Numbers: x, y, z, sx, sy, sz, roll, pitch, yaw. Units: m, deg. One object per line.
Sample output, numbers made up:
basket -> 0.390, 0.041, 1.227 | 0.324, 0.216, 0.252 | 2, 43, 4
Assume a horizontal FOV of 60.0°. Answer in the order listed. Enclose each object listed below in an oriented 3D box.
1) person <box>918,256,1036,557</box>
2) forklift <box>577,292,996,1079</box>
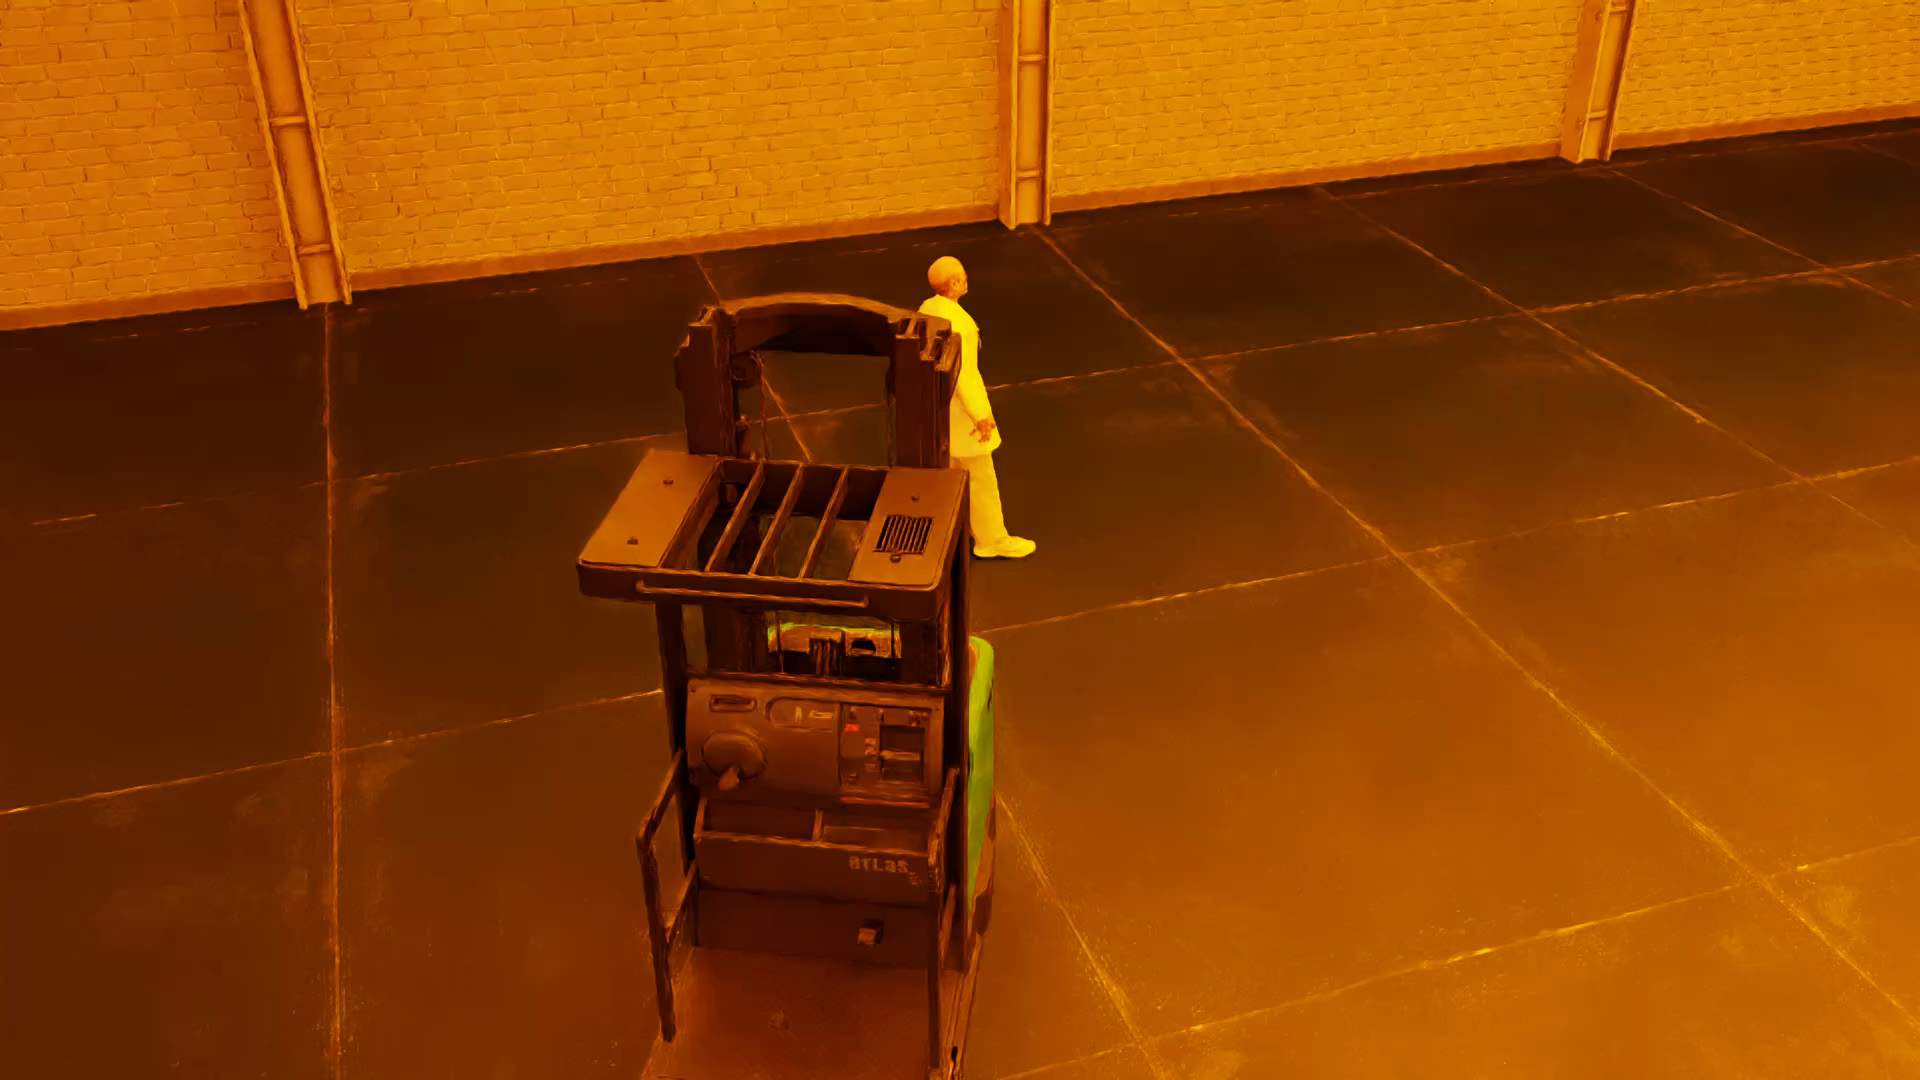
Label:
person -> 0.088, -0.789, 9.600 | 0.579, 1.776, 0.694 | -10, 31, -16
forklift -> -0.545, 0.771, 5.747 | 1.130, 2.935, 3.031 | 4, 30, 7
